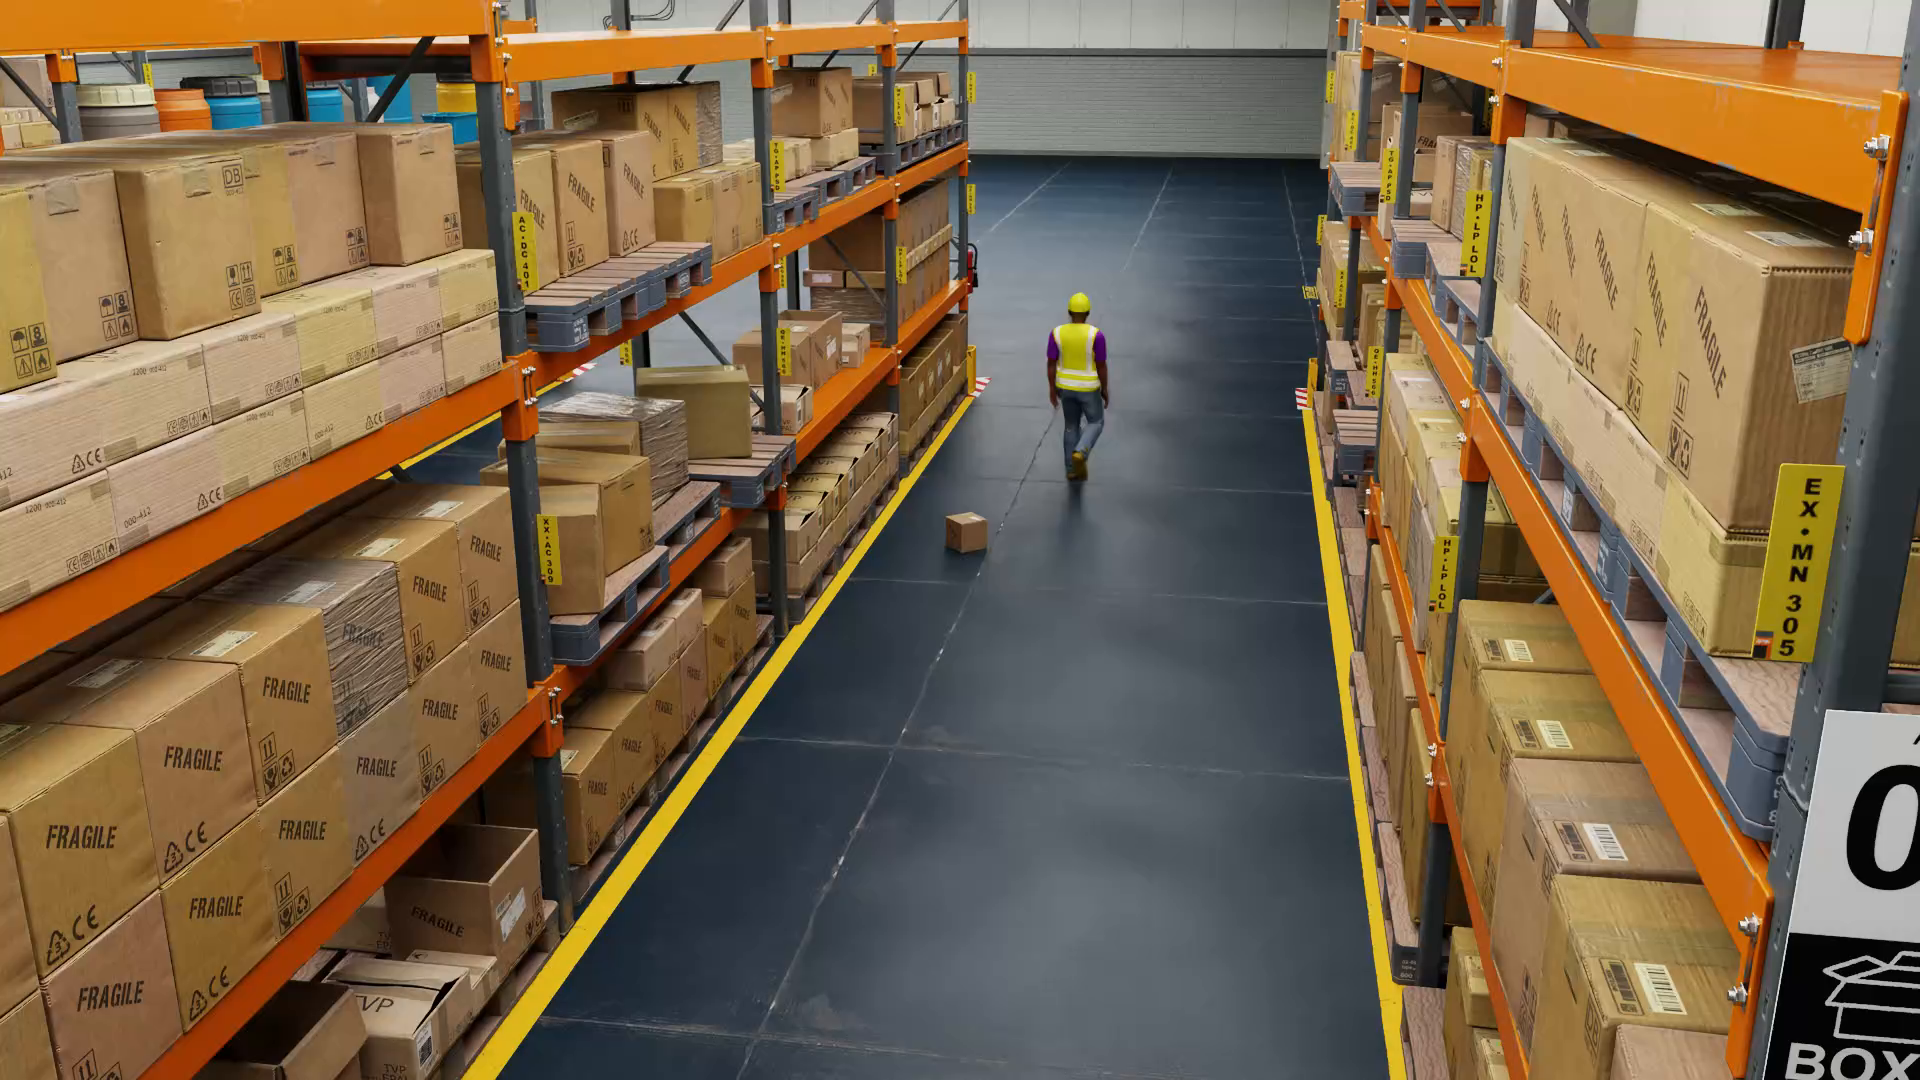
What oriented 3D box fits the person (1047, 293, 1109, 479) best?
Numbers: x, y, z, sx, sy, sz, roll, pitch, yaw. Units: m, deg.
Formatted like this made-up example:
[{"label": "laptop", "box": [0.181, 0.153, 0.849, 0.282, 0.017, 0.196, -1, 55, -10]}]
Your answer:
[{"label": "person", "box": [1.094, -1.405, 15.337, 0.579, 1.751, 0.614, 7, 19, 22]}]
